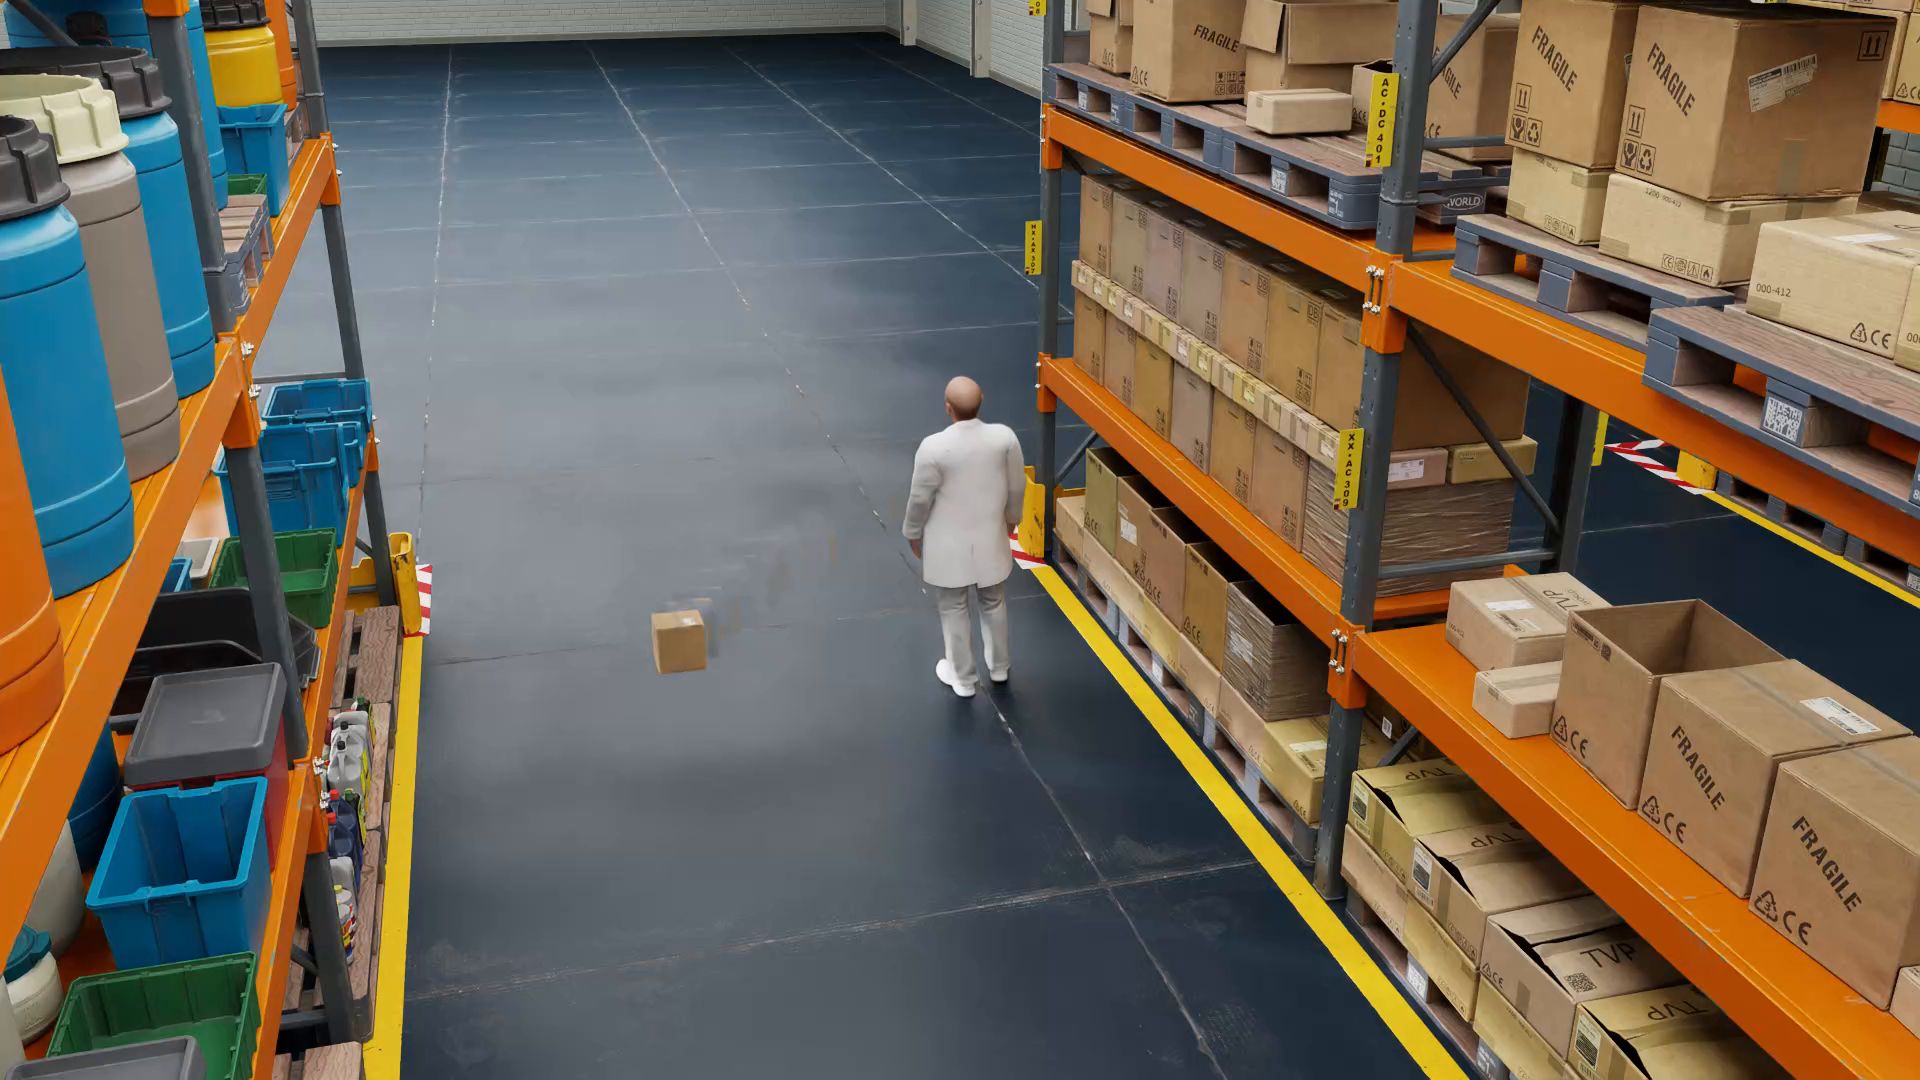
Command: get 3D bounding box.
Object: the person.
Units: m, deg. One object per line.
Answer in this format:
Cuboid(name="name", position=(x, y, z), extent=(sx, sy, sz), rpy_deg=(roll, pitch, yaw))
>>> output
Cuboid(name="person", position=(0.005, -0.048, 8.707), extent=(0.645, 1.776, 0.580), rpy_deg=(-6, 23, -14))
